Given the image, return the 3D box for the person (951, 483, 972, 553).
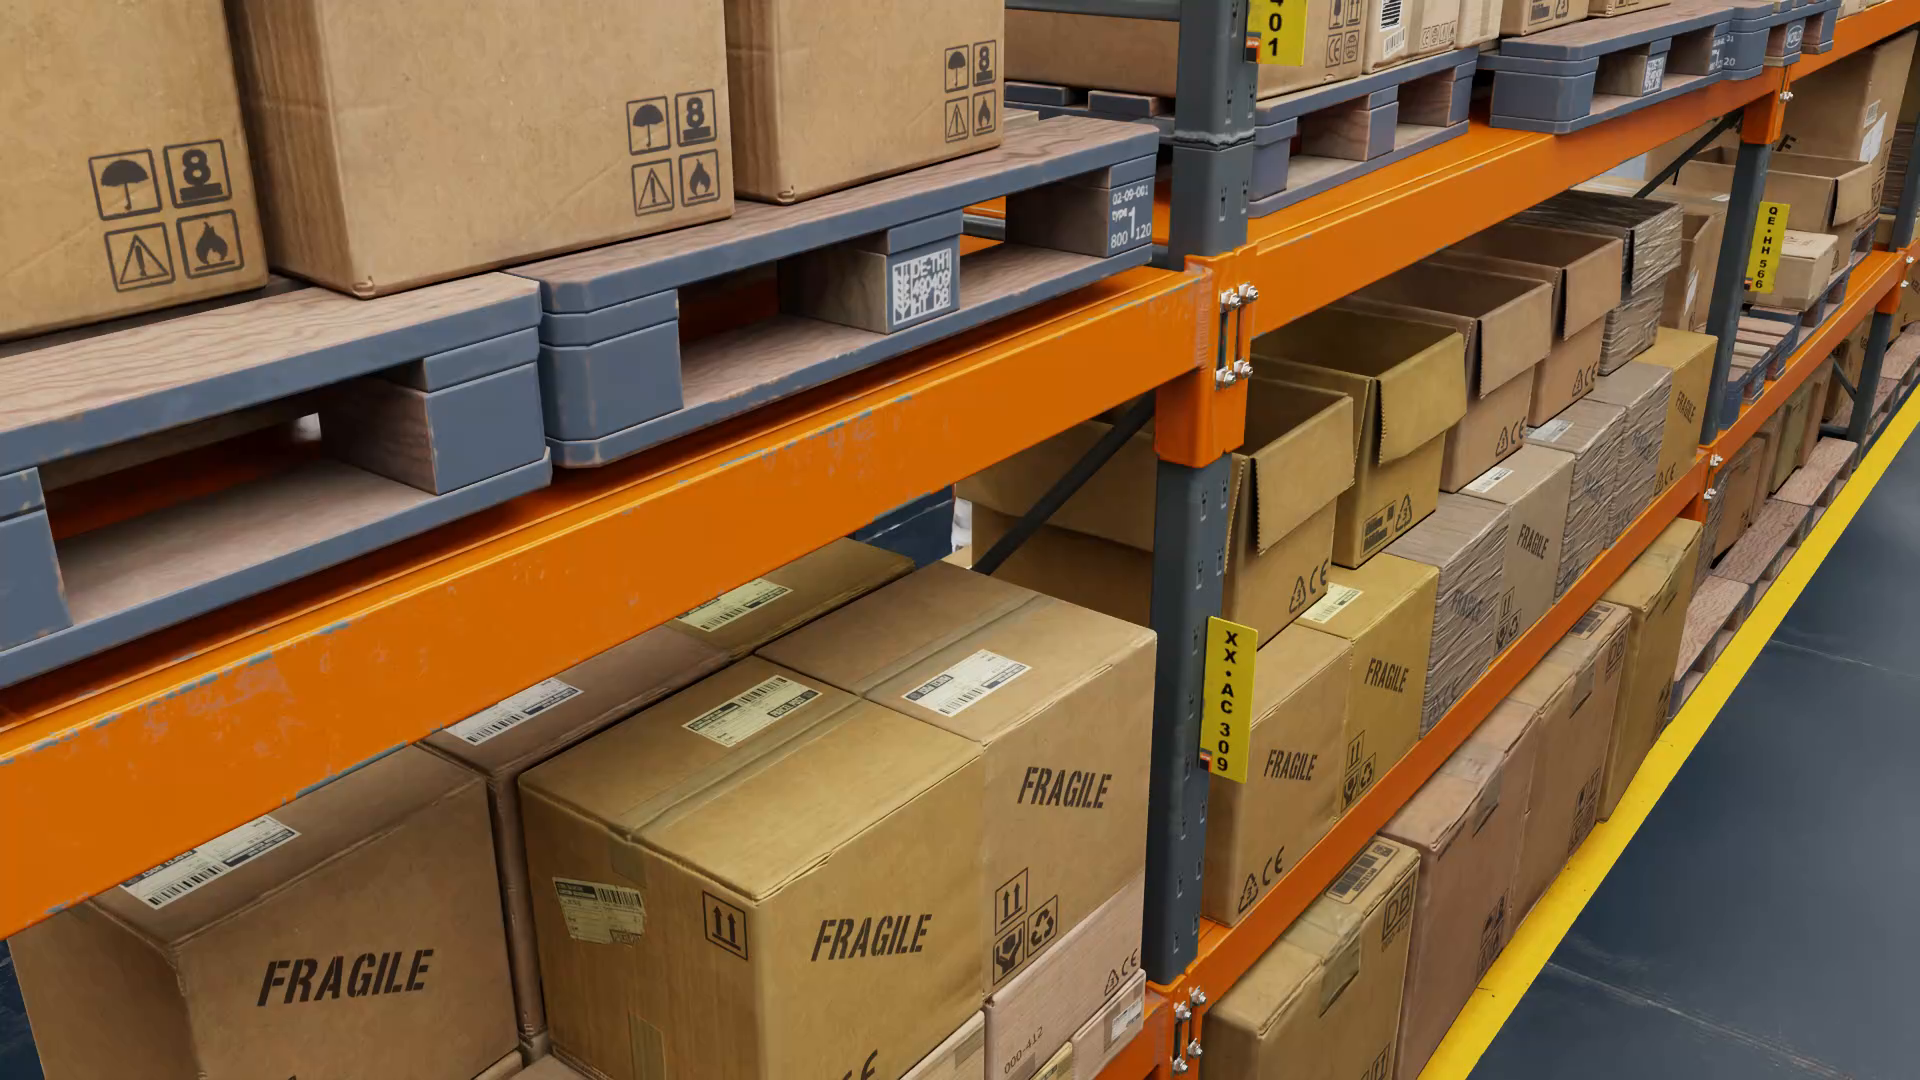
[{"bbox_3d":[0.180,0.034,6.491,0.545,1.785,0.355,17,29,35],"label":"person"}]
